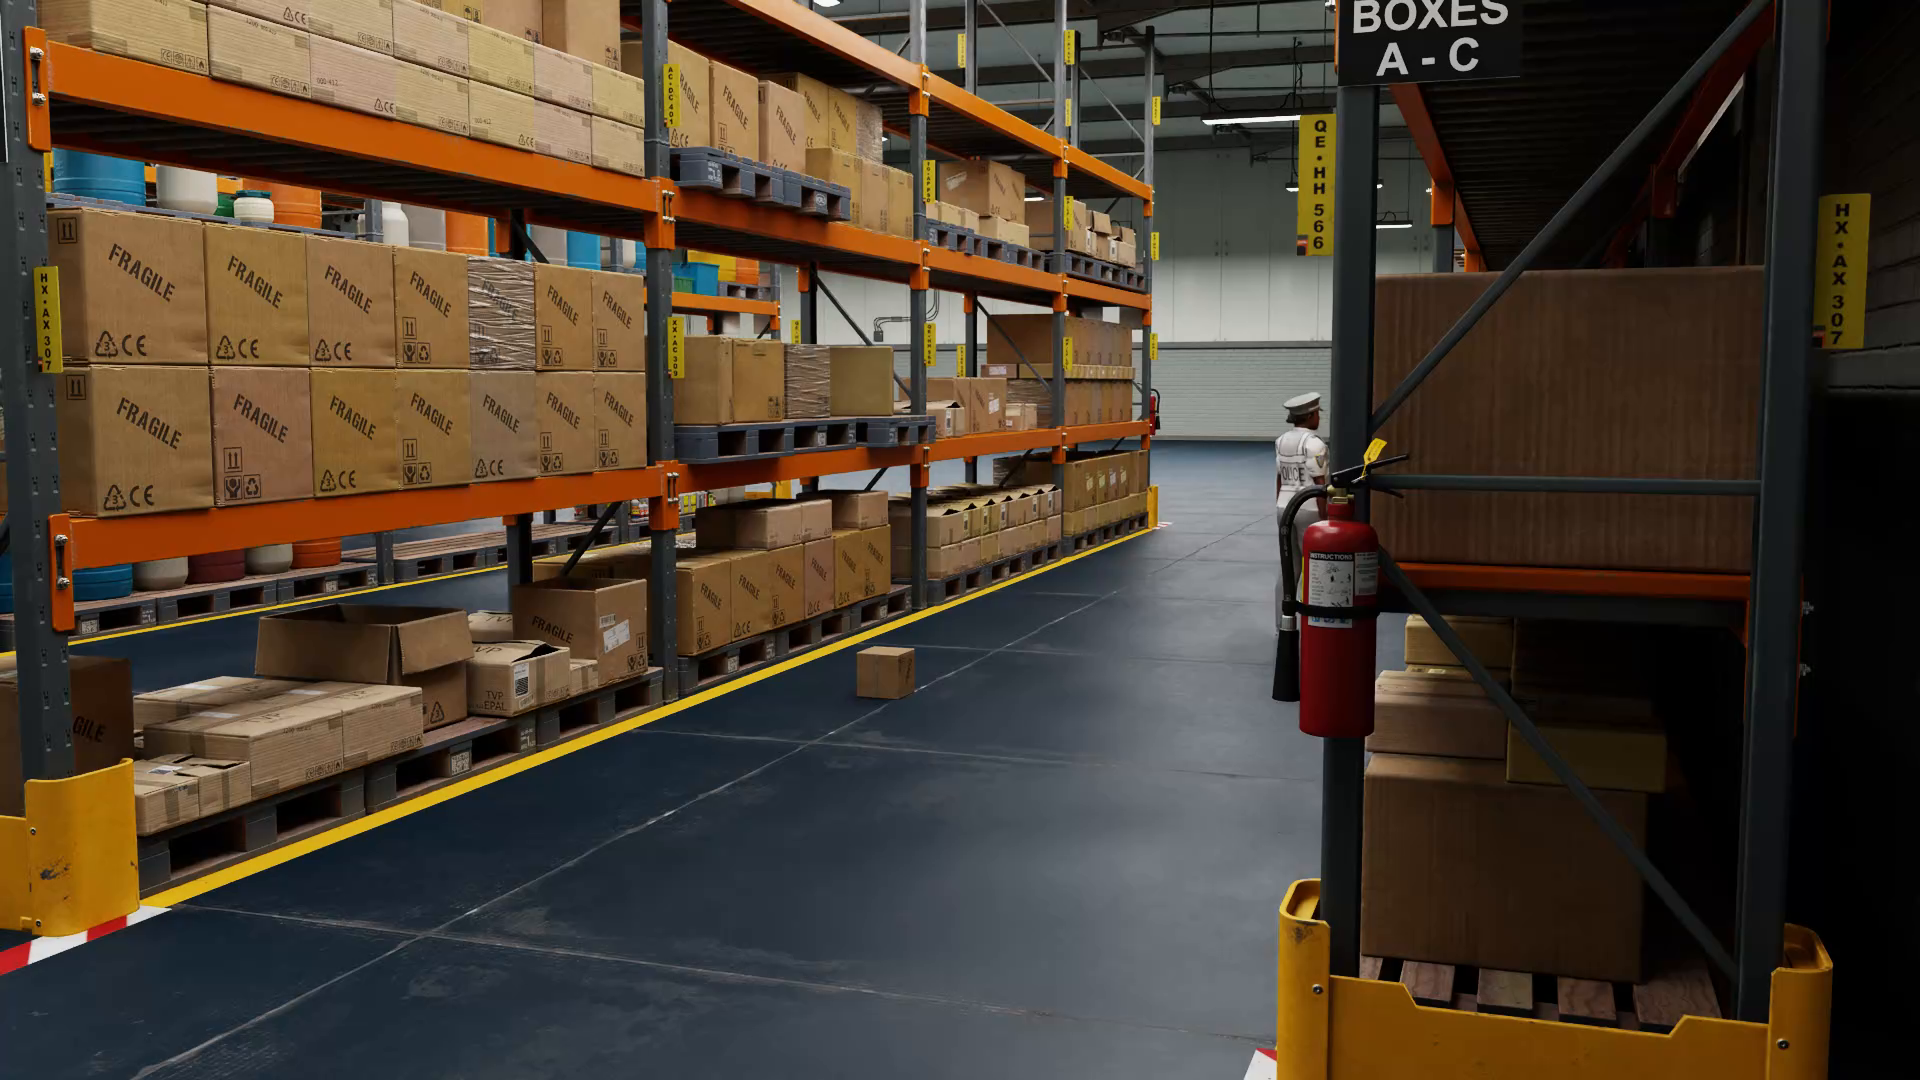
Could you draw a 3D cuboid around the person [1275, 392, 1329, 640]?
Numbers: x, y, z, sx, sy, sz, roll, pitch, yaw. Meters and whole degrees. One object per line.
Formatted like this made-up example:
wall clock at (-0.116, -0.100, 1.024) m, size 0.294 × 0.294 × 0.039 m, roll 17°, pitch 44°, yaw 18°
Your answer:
person at (2.351, -0.160, 11.315) m, size 0.339 × 1.692 × 0.440 m, roll -3°, pitch 6°, yaw -29°
